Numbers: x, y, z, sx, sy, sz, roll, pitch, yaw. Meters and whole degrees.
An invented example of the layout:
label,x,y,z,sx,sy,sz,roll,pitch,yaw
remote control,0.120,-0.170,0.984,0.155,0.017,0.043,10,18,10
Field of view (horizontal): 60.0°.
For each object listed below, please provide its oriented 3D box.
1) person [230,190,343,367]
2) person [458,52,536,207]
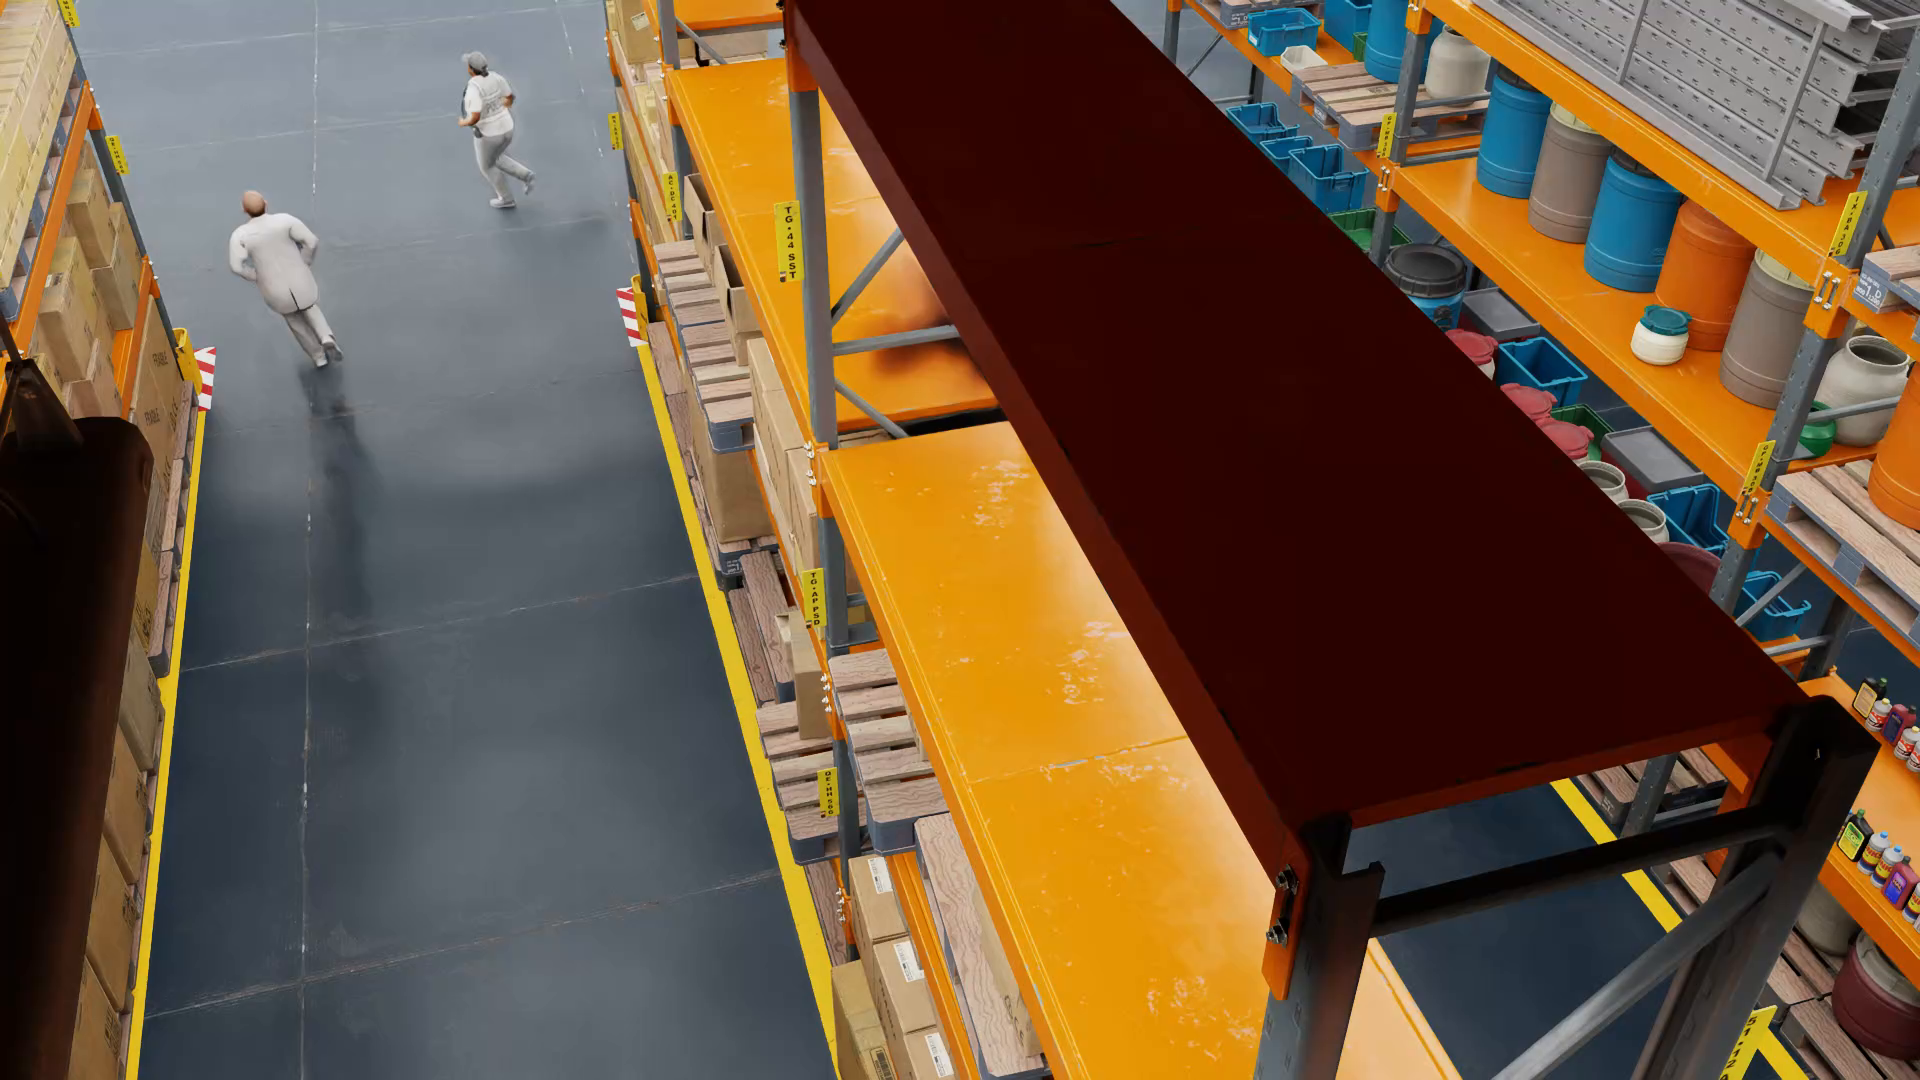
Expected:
label,x,y,z,sx,sy,sz,roll,pitch,yaw
person,-5.797,-2.181,14.226,0.730,1.759,0.564,-21,43,-25
person,-4.699,-4.093,16.697,0.588,1.641,0.599,13,40,16
